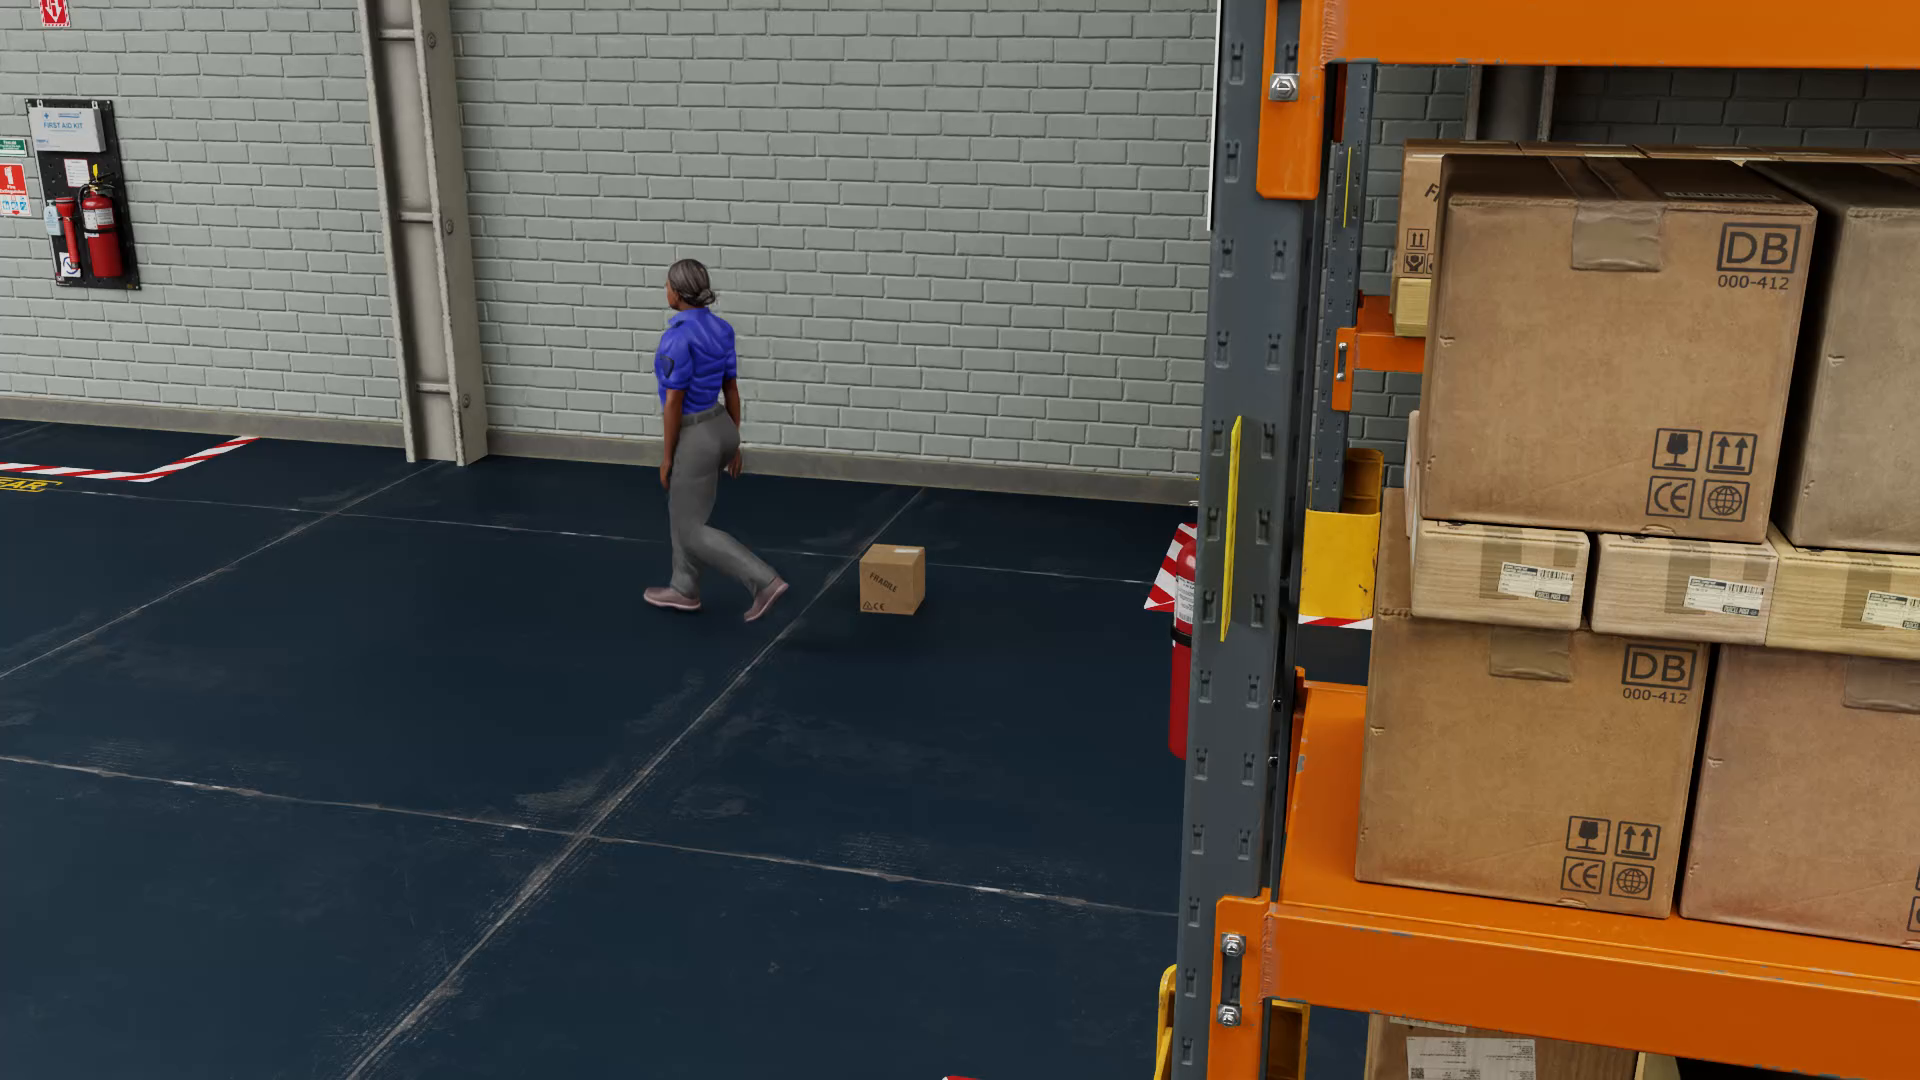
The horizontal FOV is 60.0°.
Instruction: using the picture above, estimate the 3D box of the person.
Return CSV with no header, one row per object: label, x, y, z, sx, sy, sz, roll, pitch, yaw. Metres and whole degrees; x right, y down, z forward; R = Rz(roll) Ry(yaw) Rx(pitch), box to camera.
person,-1.055,-0.435,7.254,0.676,1.566,0.438,8,20,23
